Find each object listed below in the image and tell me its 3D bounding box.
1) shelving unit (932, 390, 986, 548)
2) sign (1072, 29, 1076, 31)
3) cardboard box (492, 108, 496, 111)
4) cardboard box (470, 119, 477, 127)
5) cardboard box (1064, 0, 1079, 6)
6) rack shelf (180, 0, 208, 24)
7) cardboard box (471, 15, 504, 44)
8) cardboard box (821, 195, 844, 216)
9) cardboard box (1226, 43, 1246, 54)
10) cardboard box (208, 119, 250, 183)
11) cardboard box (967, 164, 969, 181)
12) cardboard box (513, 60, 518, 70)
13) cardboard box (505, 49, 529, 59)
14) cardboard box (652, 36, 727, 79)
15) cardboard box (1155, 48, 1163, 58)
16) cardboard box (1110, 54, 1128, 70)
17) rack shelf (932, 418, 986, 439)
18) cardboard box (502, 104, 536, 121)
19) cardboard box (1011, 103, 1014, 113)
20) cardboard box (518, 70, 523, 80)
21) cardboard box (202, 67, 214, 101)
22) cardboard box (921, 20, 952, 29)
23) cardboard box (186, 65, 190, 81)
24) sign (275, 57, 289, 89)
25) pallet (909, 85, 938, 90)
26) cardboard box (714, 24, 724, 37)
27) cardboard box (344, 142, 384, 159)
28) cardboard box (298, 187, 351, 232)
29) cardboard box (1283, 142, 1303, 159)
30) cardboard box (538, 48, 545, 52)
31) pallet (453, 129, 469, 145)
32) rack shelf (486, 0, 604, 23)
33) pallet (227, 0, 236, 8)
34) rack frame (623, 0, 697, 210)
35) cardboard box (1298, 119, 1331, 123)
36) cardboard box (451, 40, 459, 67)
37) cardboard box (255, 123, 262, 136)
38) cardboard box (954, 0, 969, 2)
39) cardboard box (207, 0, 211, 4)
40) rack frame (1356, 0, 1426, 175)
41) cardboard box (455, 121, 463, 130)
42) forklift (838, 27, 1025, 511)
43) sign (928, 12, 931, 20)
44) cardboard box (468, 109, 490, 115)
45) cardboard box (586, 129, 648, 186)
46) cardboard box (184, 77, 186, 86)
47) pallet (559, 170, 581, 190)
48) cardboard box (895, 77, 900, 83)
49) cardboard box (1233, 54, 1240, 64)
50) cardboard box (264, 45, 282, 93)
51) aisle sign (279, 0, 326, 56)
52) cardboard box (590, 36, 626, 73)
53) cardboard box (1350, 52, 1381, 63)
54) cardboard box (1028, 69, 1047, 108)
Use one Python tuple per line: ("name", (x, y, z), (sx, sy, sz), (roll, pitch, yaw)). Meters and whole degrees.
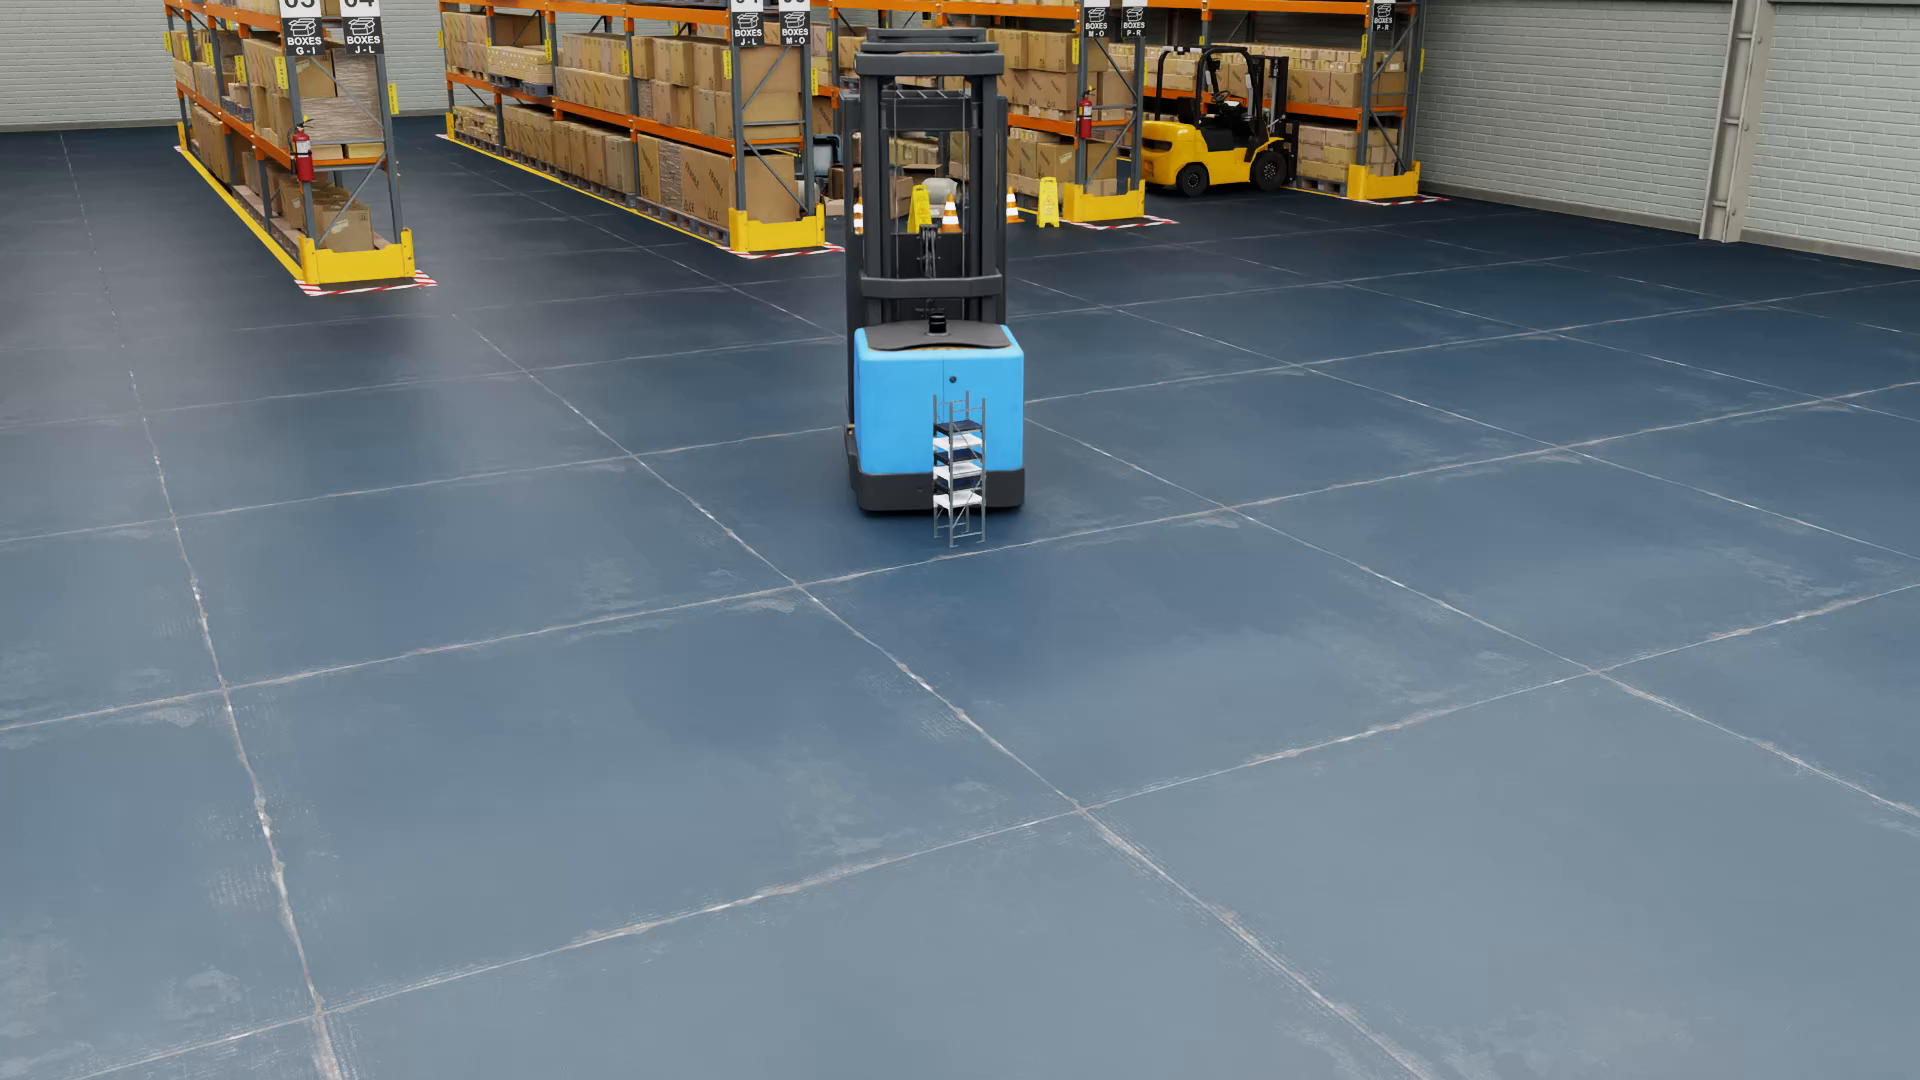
("shelving unit", (-0.004, -0.428, 9.991), (0.258, 0.900, 0.210), (-10, 21, -27))
("sign", (2.126, -9.359, 31.002), (0.100, 0.325, 0.005), (-10, 21, -27))
("cardboard box", (-9.030, -8.466, 32.883), (0.380, 0.149, 0.250), (-11, 22, -29))
("cardboard box", (-9.341, -8.172, 32.487), (0.380, 0.149, 0.250), (-11, 22, -29))
("cardboard box", (1.616, -7.228, 22.265), (0.380, 0.149, 0.250), (-10, 21, -26))
("rack shelf", (-11.439, -8.283, 26.041), (1.077, 0.370, 4.000), (-10, 21, -27))
("cardboard box", (-8.687, -9.420, 30.689), (0.500, 0.500, 0.500), (-11, 22, -28))
("cardboard box", (-1.739, -4.721, 23.407), (0.396, 0.266, 0.258), (-6, 20, -17))
("cardboard box", (4.608, -8.086, 27.363), (0.380, 0.149, 0.250), (-10, 21, -26))
("cardboard box", (-10.798, -6.026, 25.611), (1.225, 0.875, 0.875), (-11, 22, -29))
("cardboard box", (0.438, -5.554, 25.199), (0.500, 0.250, 0.500), (-9, 21, -24))
("cardboard box", (-7.326, -8.032, 28.094), (0.380, 0.149, 0.250), (-9, 21, -25))
("cardboard box", (-7.578, -8.324, 28.485), (0.380, 0.149, 0.250), (-9, 21, -25))
("cardboard box", (-3.668, -6.552, 22.636), (0.875, 0.550, 0.550), (-10, 21, -27))
("cardboard box", (3.622, -8.495, 29.003), (0.380, 0.149, 0.250), (-11, 22, -28))
("cardboard box", (3.064, -8.639, 30.033), (0.500, 0.250, 0.500), (-11, 22, -28))
("rack shelf", (-0.004, -0.651, 9.914), (0.258, 0.077, 0.200), (-10, 21, -27))
("cardboard box", (-7.857, -7.637, 29.703), (0.500, 0.250, 0.500), (-11, 22, -29))
("cardboard box", (0.957, -6.267, 24.079), (0.380, 0.149, 0.250), (-10, 21, -27))
("cardboard box", (-7.198, -7.815, 27.922), (0.380, 0.149, 0.250), (-11, 22, -29))
("cardboard box", (-11.663, -7.220, 26.304), (0.500, 0.500, 0.500), (-10, 21, -26))
("cardboard box", (-0.509, -11.054, 36.192), (0.500, 0.500, 0.500), (-9, 21, -25))
("cardboard box", (-13.077, -8.083, 28.732), (0.500, 0.250, 0.500), (-9, 21, -25))
("sign", (-7.188, -4.951, 17.621), (0.100, 0.325, 0.005), (-10, 21, -27))
("pallet", (-0.103, -7.169, 26.602), (1.003, 0.211, 1.213), (-10, 21, -27))
("cardboard box", (-4.618, -10.218, 33.460), (0.500, 0.500, 0.500), (-10, 21, -26))
("cardboard box", (-6.615, -4.334, 18.479), (0.380, 0.149, 0.250), (-10, 21, -27))
("cardboard box", (-7.792, -4.049, 20.456), (0.500, 0.500, 0.500), (-12, 22, -31))
("cardboard box", (5.399, -6.156, 26.179), (0.500, 0.250, 0.500), (-11, 22, -28))
("cardboard box", (-7.125, -8.497, 28.985), (0.380, 0.149, 0.250), (-11, 22, -28))
("pallet", (-9.484, -8.088, 33.247), (1.003, 0.211, 1.213), (-10, 21, -27))
("rack shelf", (-7.025, -9.022, 28.184), (1.077, 0.370, 4.000), (-10, 21, -27))
("pallet", (-8.789, -7.006, 21.524), (1.213, 0.211, 1.003), (-10, 21, -27))
("rack frame", (-4.176, -6.222, 23.564), (1.000, 3.000, 0.127), (-10, 21, -27))
("cardboard box", (5.631, -6.614, 26.740), (0.500, 0.250, 0.500), (-10, 22, -28))
("cardboard box", (-9.628, -9.533, 32.551), (0.500, 0.500, 0.500), (-10, 21, -27))
("cardboard box", (-8.645, -5.182, 20.935), (0.380, 0.149, 0.250), (-10, 21, -27))
("cardboard box", (0.137, -8.105, 24.808), (0.380, 0.149, 0.250), (-10, 21, -27))
("cardboard box", (-10.490, -7.804, 23.779), (0.500, 0.250, 0.500), (-10, 21, -26))
("rack frame", (6.398, -6.639, 24.774), (1.000, 3.000, 0.127), (-10, 21, -27))
("cardboard box", (-9.908, -8.318, 33.364), (0.380, 0.149, 0.250), (-10, 21, -26))
("forklift", (-0.257, -2.004, 11.446), (1.130, 2.935, 3.031), (-2, 19, -6))
("sign", (-0.702, -12.009, 38.076), (0.100, 0.325, 0.005), (-10, 21, -27))
("cardboard box", (-9.367, -8.304, 32.412), (0.380, 0.149, 0.250), (-9, 21, -25))
("cardboard box", (-5.005, -5.799, 25.143), (1.050, 0.750, 0.750), (-10, 21, -27))
("cardboard box", (-13.552, -8.139, 29.506), (0.380, 0.149, 0.250), (-10, 21, -26))
("pallet", (-5.768, -5.814, 26.657), (1.003, 0.211, 1.213), (-10, 21, -27))
("cardboard box", (-0.827, -7.497, 27.002), (0.380, 0.149, 0.250), (-10, 21, -27))
("cardboard box", (4.691, -7.865, 27.177), (0.380, 0.149, 0.250), (-10, 21, -27))
("cardboard box", (-7.646, -5.401, 19.043), (0.500, 0.500, 0.500), (-10, 21, -27))
("aisle sign", (-6.925, -5.499, 17.484), (0.394, 0.787, 0.004), (-10, 21, -27))
("cardboard box", (-5.142, -7.321, 25.063), (0.700, 0.500, 0.500), (-10, 22, -27))
("cardboard box", (6.042, -7.204, 24.806), (0.380, 0.149, 0.250), (-10, 21, -27))
("cardboard box", (1.298, -6.315, 23.224), (0.500, 0.500, 0.500), (-10, 21, -27))
